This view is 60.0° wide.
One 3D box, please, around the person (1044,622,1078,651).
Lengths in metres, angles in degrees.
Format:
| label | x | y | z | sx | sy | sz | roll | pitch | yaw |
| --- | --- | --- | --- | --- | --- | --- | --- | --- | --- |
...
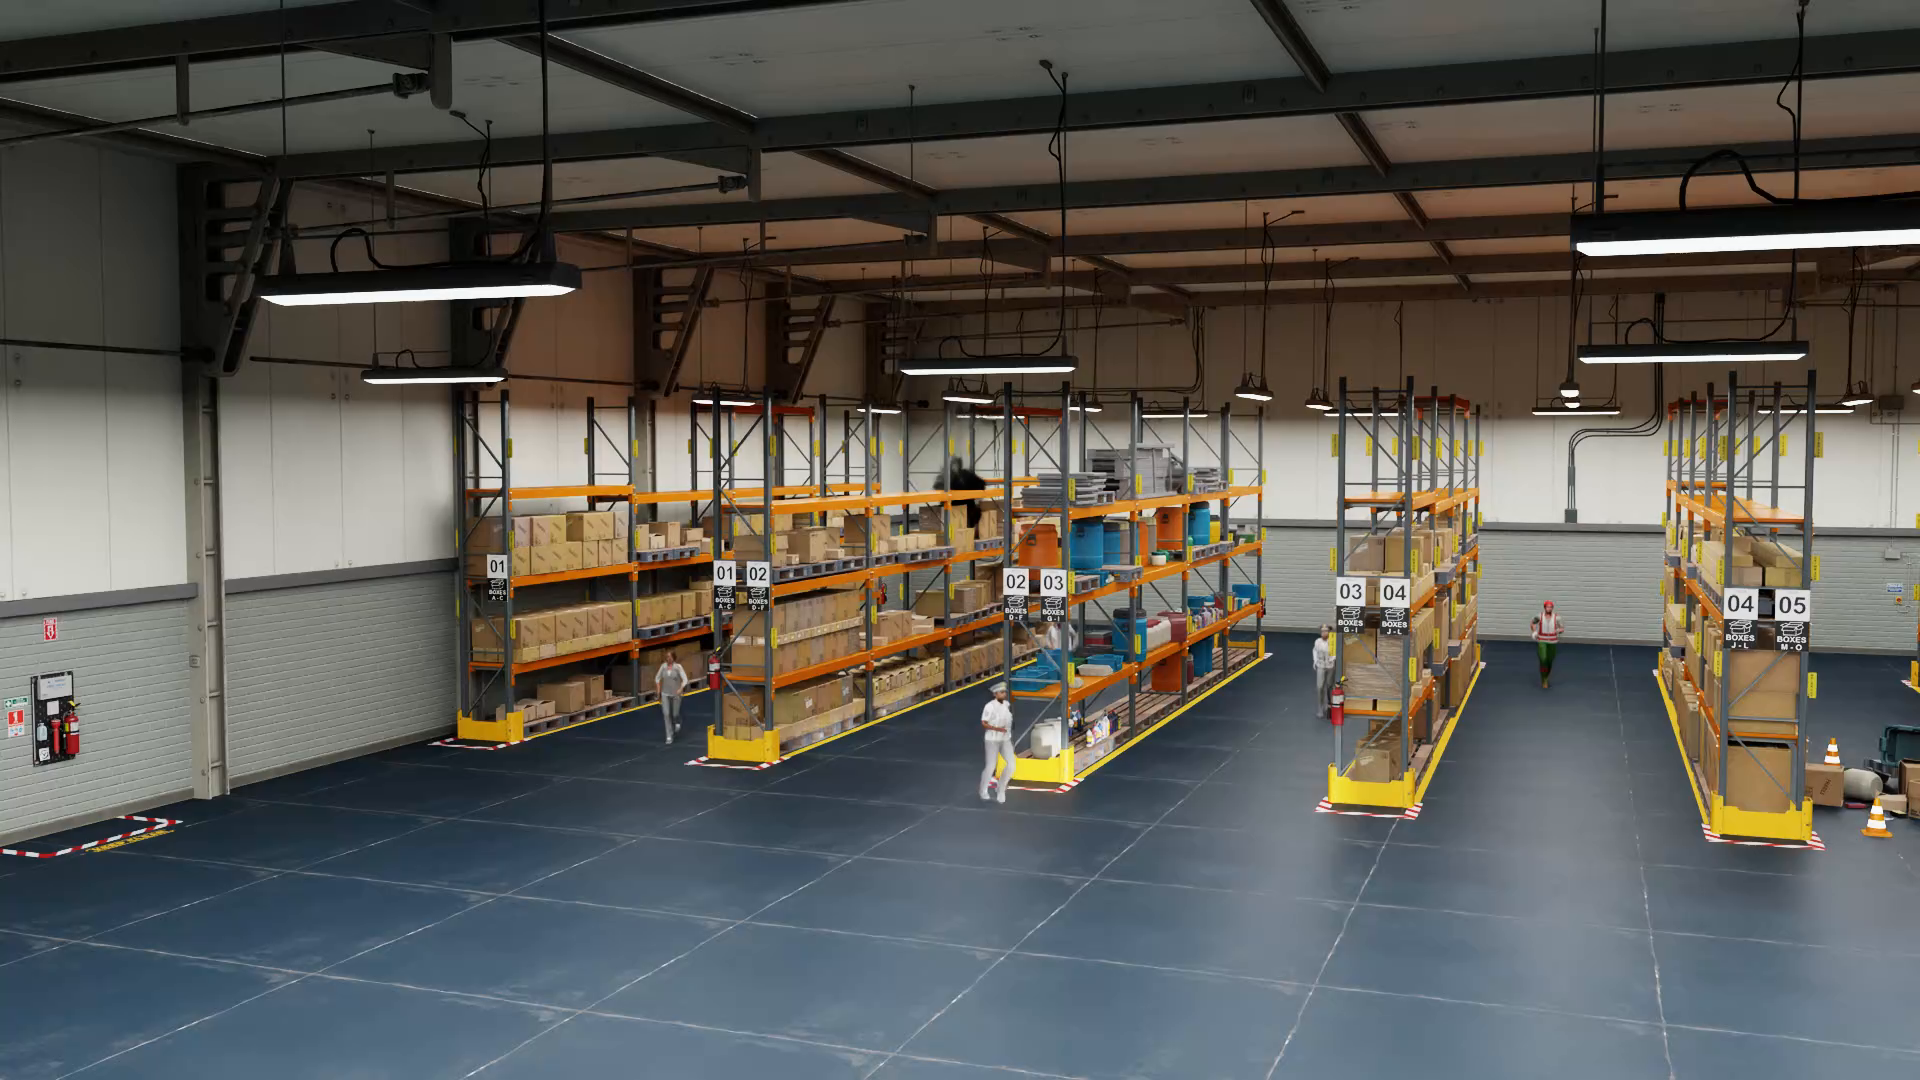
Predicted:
| label | x | y | z | sx | sy | sz | roll | pitch | yaw |
| --- | --- | --- | --- | --- | --- | --- | --- | --- | --- |
| person | 2.024 | 2.301 | 33.353 | 0.683 | 1.765 | 0.890 | 1 | 3 | 18 |

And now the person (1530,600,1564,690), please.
| label | x | y | z | sx | sy | sz | roll | pitch | yaw |
| --- | --- | --- | --- | --- | --- | --- | --- | --- | --- |
| person | 12.323 | 2.175 | 34.869 | 0.645 | 1.826 | 0.922 | 1 | 3 | 12 |

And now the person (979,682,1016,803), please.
| label | x | y | z | sx | sy | sz | roll | pitch | yaw |
| --- | --- | --- | --- | --- | --- | --- | --- | --- | --- |
| person | 0.560 | 2.867 | 23.571 | 0.580 | 1.723 | 0.644 | -2 | 4 | -30 |

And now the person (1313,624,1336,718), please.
| label | x | y | z | sx | sy | sz | roll | pitch | yaw |
| --- | --- | --- | --- | --- | --- | --- | --- | --- | --- |
| person | 6.907 | 2.436 | 31.231 | 0.605 | 1.745 | 0.790 | 1 | 3 | 22 |

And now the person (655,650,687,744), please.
| label | x | y | z | sx | sy | sz | roll | pitch | yaw |
| --- | --- | --- | --- | --- | --- | --- | --- | --- | --- |
| person | -4.932 | 2.656 | 28.410 | 0.566 | 1.575 | 0.718 | 0 | 3 | 0 |
